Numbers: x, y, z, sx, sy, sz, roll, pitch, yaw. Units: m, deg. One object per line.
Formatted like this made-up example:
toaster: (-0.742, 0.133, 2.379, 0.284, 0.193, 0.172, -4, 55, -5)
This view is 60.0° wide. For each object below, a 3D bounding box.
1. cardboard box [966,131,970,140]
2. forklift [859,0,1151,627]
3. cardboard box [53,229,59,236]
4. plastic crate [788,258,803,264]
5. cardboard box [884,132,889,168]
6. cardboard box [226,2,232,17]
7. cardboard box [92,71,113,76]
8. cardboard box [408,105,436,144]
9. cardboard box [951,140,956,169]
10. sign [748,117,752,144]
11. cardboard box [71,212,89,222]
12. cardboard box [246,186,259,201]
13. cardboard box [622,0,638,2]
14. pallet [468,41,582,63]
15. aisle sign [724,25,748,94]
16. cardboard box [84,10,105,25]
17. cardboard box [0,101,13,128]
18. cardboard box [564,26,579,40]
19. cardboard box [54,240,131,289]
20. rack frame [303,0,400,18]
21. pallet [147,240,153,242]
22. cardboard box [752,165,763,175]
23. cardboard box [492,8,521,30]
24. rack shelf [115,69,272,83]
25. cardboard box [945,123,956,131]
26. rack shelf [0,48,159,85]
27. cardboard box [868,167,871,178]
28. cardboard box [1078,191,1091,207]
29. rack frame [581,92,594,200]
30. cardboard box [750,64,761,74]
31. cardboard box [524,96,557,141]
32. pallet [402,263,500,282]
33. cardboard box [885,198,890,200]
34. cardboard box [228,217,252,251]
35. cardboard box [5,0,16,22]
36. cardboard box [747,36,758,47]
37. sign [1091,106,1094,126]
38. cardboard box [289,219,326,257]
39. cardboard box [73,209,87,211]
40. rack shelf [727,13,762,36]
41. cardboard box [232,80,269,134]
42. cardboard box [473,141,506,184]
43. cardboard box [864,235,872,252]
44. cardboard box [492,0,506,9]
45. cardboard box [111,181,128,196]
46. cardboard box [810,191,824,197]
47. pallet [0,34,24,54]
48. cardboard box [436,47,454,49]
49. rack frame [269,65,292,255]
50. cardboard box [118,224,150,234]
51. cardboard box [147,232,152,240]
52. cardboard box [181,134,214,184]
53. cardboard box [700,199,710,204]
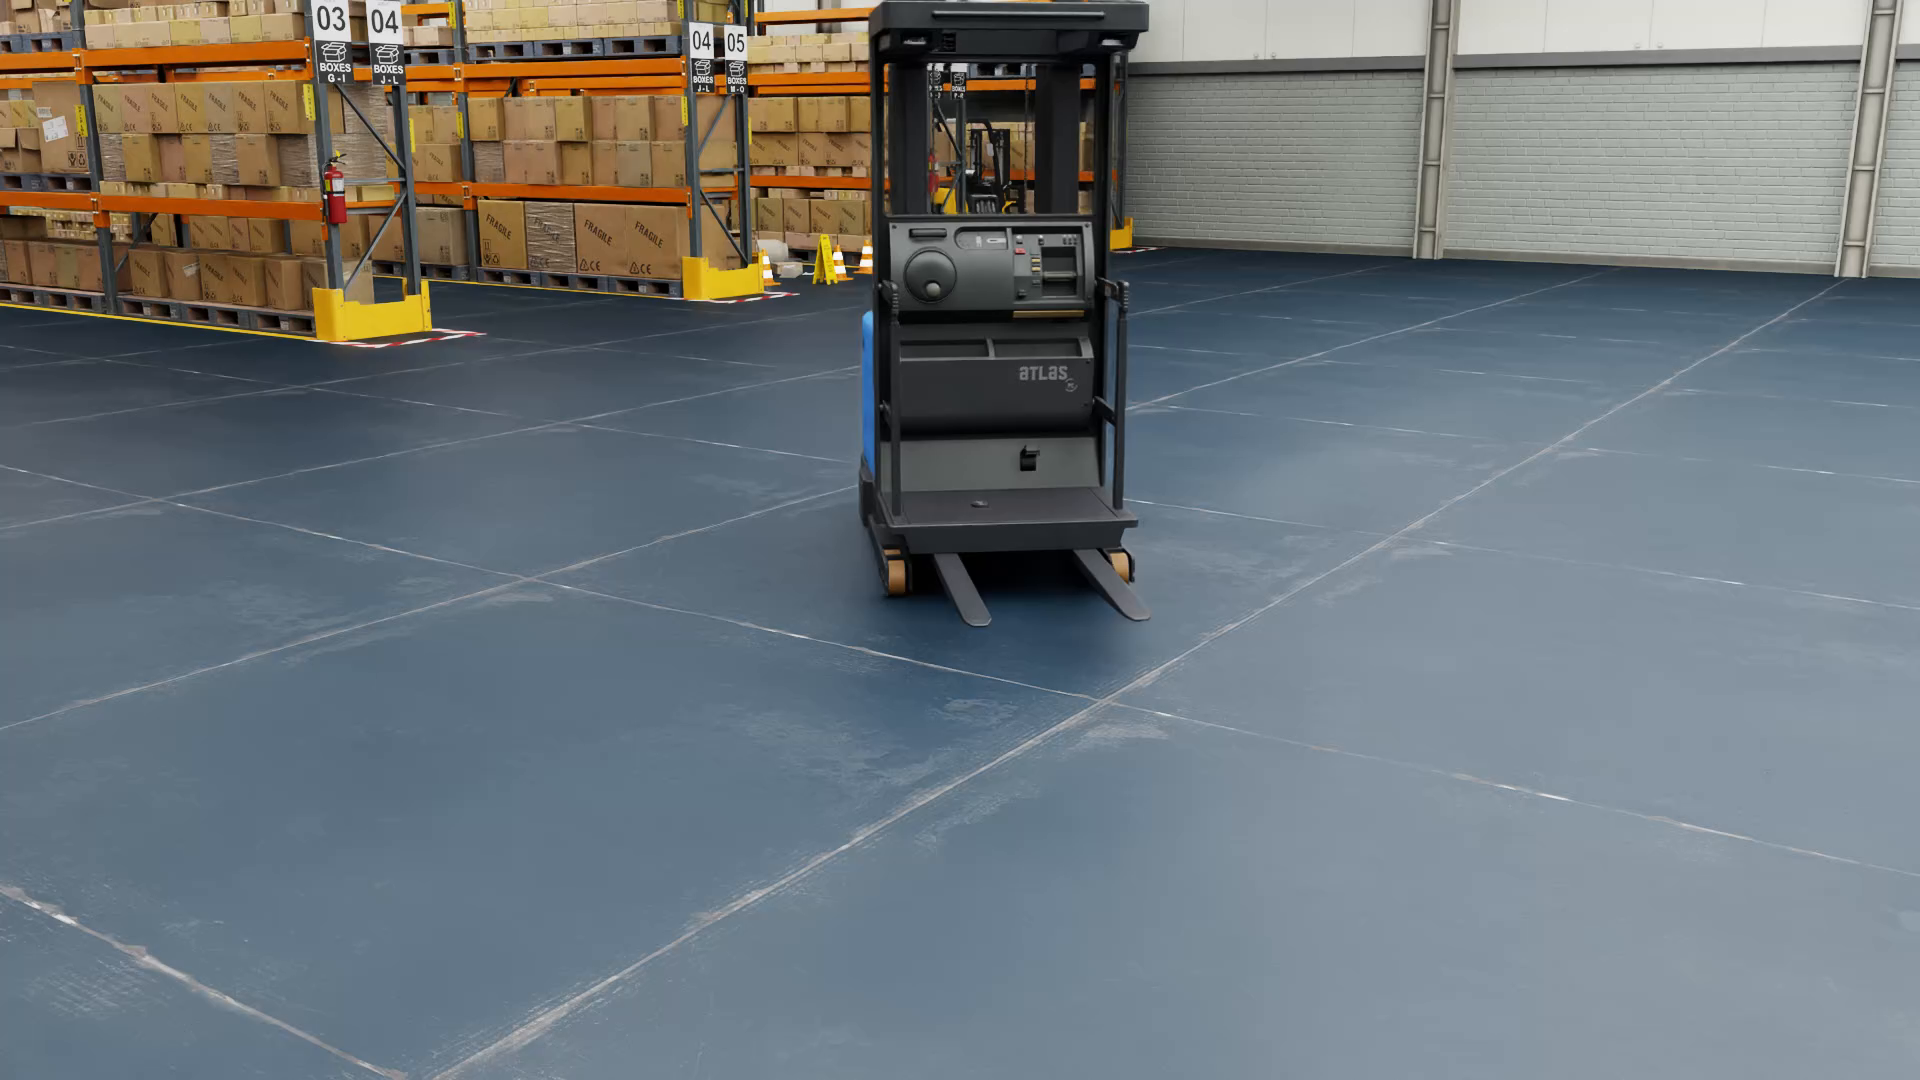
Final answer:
cardboard box: (0.151, -7.120, 29.287, 0.250, 0.149, 0.380, 9, 17, 32)
forklift: (0.175, -1.262, 7.321, 1.130, 2.935, 3.031, -2, 14, -7)
cardboard box: (-15.053, -5.182, 28.072, 0.250, 0.149, 0.380, 9, 17, 33)
plastic crate: (-2.716, -4.218, 25.195, 0.583, 0.080, 0.402, 3, 14, 14)
cardboard box: (-0.846, -5.683, 24.213, 0.500, 0.500, 0.500, 9, 16, 32)
cardboard box: (-6.974, -5.209, 16.362, 0.250, 0.149, 0.380, 9, 17, 33)
cardboard box: (-13.436, -7.477, 26.354, 0.500, 0.250, 0.500, 10, 17, 34)
cardboard box: (-7.083, -5.676, 22.723, 0.500, 0.500, 0.700, 9, 16, 32)
cardboard box: (-0.130, -6.870, 29.624, 0.500, 0.500, 0.500, 10, 17, 34)
sign: (-2.606, -5.041, 20.477, 0.005, 0.325, 0.100, 9, 17, 33)
cardboard box: (-14.442, -5.346, 27.499, 0.250, 0.149, 0.380, 9, 16, 31)
cardboard box: (-6.951, -3.507, 16.771, 0.250, 0.149, 0.380, 9, 17, 33)
cardboard box: (-3.809, -6.491, 19.843, 0.250, 0.149, 0.380, 10, 17, 34)
pallet: (-5.567, -6.310, 21.512, 1.213, 0.211, 1.003, 9, 17, 33)
aisle sign: (-2.695, -5.784, 20.038, 0.004, 0.787, 0.394, 9, 17, 33)
cardboard box: (-8.995, -5.505, 17.559, 0.250, 0.149, 0.380, 9, 16, 31)
cardboard box: (-15.973, -7.183, 28.190, 0.500, 0.500, 0.500, 9, 17, 32)
cardboard box: (-4.651, -6.240, 20.488, 0.250, 0.149, 0.380, 9, 17, 33)
cardboard box: (-9.975, -3.188, 19.244, 0.500, 0.500, 0.700, 9, 17, 32)
rack frame: (-5.773, -6.409, 15.486, 0.127, 3.000, 1.000, 9, 17, 33)
pallet: (-13.455, -4.811, 27.318, 1.213, 0.211, 1.003, 9, 17, 33)
cardboard box: (-3.003, -5.728, 25.742, 0.250, 0.149, 0.380, 9, 17, 33)
cardboard box: (-5.571, -6.600, 21.111, 0.500, 0.250, 0.500, 9, 17, 32)
rack shelf: (-11.219, -6.920, 25.290, 4.000, 0.370, 1.077, 9, 17, 33)
cardboard box: (-0.055, -7.301, 29.396, 0.250, 0.149, 0.380, 10, 17, 34)
rack shelf: (-10.752, -5.408, 19.183, 4.000, 0.370, 1.077, 9, 17, 33)
cardboard box: (-1.145, -5.409, 24.453, 0.250, 0.149, 0.380, 9, 16, 32)
cardboard box: (1.969, -5.817, 28.347, 0.500, 0.250, 0.500, 10, 17, 35)
rack frame: (-7.432, -8.072, 34.690, 0.127, 3.000, 1.000, 9, 17, 33)
cardboard box: (-2.986, -7.195, 25.427, 0.250, 0.149, 0.380, 9, 17, 33)
cardboard box: (-5.061, -5.399, 21.331, 0.550, 0.550, 0.875, 9, 17, 33)
pallet: (-6.922, -3.743, 23.006, 1.213, 0.211, 1.003, 9, 17, 33)
cardboard box: (-1.214, -4.941, 25.330, 0.500, 0.500, 0.500, 8, 16, 31)
cardboard box: (-10.680, -4.642, 25.161, 0.500, 0.500, 0.500, 10, 17, 35)
cardboard box: (-11.042, -6.167, 19.501, 0.500, 0.500, 0.500, 10, 17, 34)
cardboard box: (-3.036, -7.557, 25.228, 0.250, 0.149, 0.380, 9, 16, 31)
sign: (2.210, -7.034, 27.592, 0.005, 0.325, 0.100, 9, 17, 33)
cardboard box: (-9.104, -4.557, 24.298, 0.750, 0.750, 1.050, 9, 16, 32)
cardboard box: (-14.975, -5.604, 28.541, 0.250, 0.149, 0.380, 8, 16, 31)
rack shelf: (-5.773, -10.173, 33.020, 4.000, 0.370, 1.077, 9, 17, 33)
cardboard box: (-6.786, -4.265, 16.404, 0.500, 0.500, 0.500, 9, 17, 33)
cardboard box: (-5.927, -5.034, 22.106, 0.550, 0.550, 0.875, 9, 17, 33)
cardboard box: (-1.083, -4.400, 24.703, 0.500, 0.250, 0.500, 9, 17, 33)
cardboard box: (-5.706, -6.798, 21.080, 0.250, 0.149, 0.380, 9, 17, 32)
cardboard box: (-8.881, -3.786, 17.899, 0.250, 0.149, 0.380, 9, 17, 33)
cardboard box: (-2.498, -6.324, 31.696, 0.625, 0.625, 0.875, 8, 16, 31)
pallet: (-10.407, -5.641, 19.015, 1.003, 0.211, 1.213, 9, 17, 33)
cardboard box: (-6.962, -6.784, 22.683, 0.380, 0.149, 0.250, 9, 17, 33)
rack frame: (-9.559, -5.545, 24.481, 0.127, 3.000, 1.000, 9, 17, 33)
cardboard box: (-13.317, -5.025, 26.819, 0.250, 0.149, 0.380, 10, 17, 34)
cardboard box: (-13.222, -5.050, 27.540, 0.250, 0.149, 0.380, 10, 17, 34)
cardboard box: (-7.495, -3.957, 17.239, 0.500, 0.500, 0.875, 9, 17, 33)
cardboard box: (-4.994, -6.609, 33.108, 0.500, 0.500, 0.500, 9, 16, 32)
